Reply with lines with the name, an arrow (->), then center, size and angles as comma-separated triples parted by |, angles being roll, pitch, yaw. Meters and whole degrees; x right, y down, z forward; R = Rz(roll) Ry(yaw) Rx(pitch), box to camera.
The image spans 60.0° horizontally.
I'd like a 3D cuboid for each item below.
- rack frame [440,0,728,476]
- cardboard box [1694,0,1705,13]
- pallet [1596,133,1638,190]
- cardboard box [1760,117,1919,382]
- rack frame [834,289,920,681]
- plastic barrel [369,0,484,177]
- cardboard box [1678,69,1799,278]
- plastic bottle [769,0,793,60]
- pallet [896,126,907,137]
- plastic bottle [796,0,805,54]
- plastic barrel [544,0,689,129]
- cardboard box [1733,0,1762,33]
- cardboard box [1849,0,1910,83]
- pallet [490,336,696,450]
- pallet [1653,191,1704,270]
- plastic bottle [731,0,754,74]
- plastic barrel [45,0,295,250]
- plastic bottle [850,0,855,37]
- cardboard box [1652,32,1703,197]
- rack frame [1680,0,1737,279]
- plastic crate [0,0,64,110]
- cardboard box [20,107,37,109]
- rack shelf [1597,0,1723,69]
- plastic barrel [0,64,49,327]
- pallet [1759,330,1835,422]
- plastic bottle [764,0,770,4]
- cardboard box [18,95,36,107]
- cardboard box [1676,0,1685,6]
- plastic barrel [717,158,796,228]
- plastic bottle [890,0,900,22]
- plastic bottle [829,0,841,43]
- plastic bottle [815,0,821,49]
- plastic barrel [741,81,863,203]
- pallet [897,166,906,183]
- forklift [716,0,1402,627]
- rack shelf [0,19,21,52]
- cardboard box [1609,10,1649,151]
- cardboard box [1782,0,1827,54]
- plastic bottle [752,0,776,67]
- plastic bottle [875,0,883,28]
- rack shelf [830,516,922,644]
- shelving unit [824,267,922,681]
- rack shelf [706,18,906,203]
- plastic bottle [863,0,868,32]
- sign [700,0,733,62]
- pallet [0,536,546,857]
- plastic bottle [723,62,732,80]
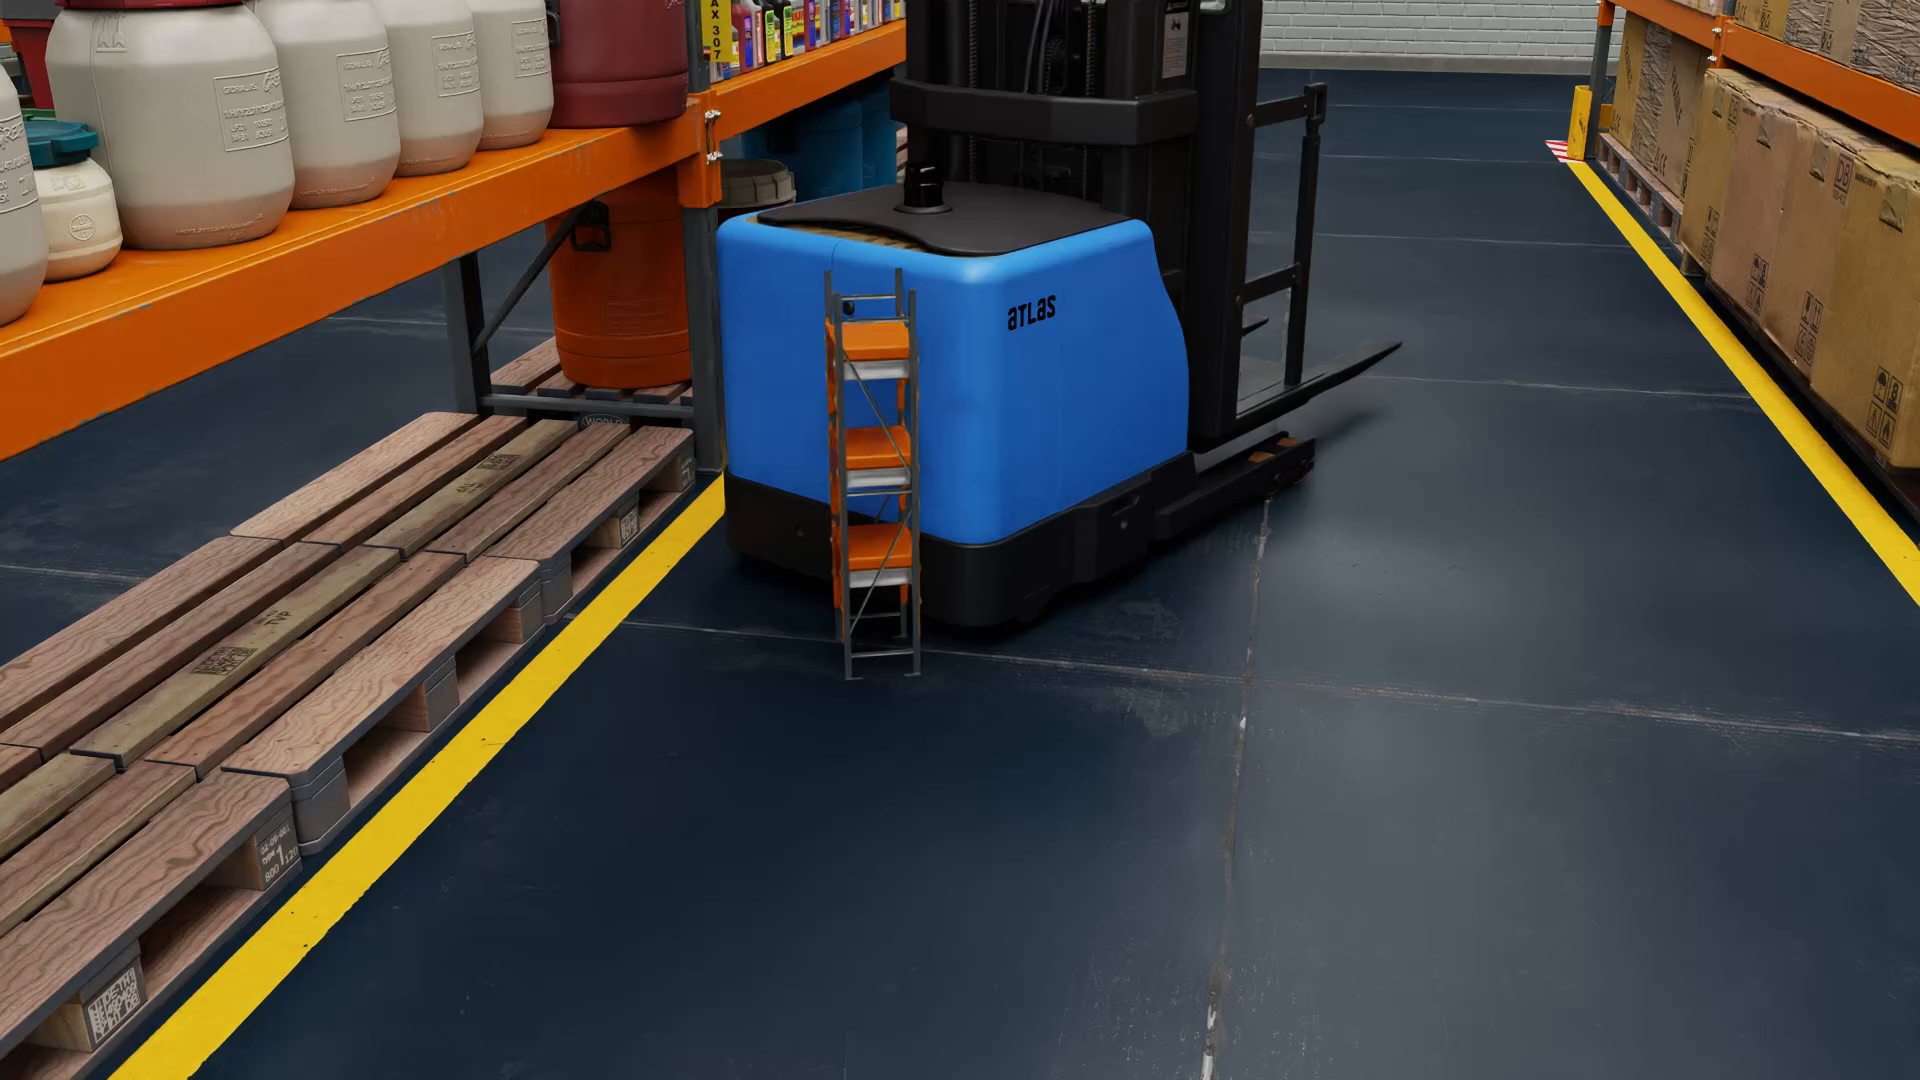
rack frame -> -1.330, -1.680, 5.510 | 1.000, 3.000, 0.127 | 4, 22, 11
cardboard box -> 4.129, -2.880, 8.825 | 0.380, 0.149, 0.250 | 5, 22, 12
pallet -> 5.064, -2.636, 11.617 | 1.003, 0.211, 1.213 | 4, 22, 11
cardboard box -> 3.869, -1.088, 6.321 | 1.225, 0.875, 0.875 | 5, 22, 11
rack frame -> -0.207, -0.119, 4.243 | 0.200, 1.050, 0.008 | -4, 22, -9
plastic barrel -> -1.417, -1.185, 4.132 | 0.421, 0.512, 0.421 | 0, 22, 0
cardboard box -> 4.224, -1.739, 7.938 | 1.225, 0.875, 0.875 | 5, 22, 11
plastic bottle -> -0.712, -2.059, 6.606 | 0.061, 0.283, 0.133 | 4, 22, 11
pallet -> 0.096, -3.014, 12.554 | 1.003, 0.211, 1.213 | 4, 22, 11
plastic bottle -> -0.686, -2.132, 6.805 | 0.097, 0.271, 0.097 | 0, 22, 0
plastic barrel -> -1.128, -1.550, 5.005 | 0.600, 0.536, 0.708 | 4, 22, 11
cardboard box -> 3.996, -2.662, 7.815 | 0.500, 0.500, 0.500 | 5, 22, 11
cardboard box -> 3.587, -1.920, 5.972 | 0.500, 0.500, 0.500 | 4, 22, 9
pallet -> -1.210, -0.678, 6.754 | 1.003, 0.211, 1.213 | 4, 22, 11
pallet -> 4.567, -1.744, 9.401 | 1.003, 0.211, 1.213 | 4, 22, 11
plastic bottle -> -0.814, -1.876, 6.153 | 0.061, 0.283, 0.133 | 4, 22, 11
plastic barrel -> -1.587, -0.882, 3.345 | 0.433, 0.535, 0.433 | 0, 22, 0
plastic bottle -> -0.527, -2.385, 7.527 | 0.097, 0.201, 0.097 | 0, 22, 0
cardboard box -> 4.731, -2.539, 9.924 | 0.875, 0.875, 0.875 | 4, 22, 11
rack frame -> 4.335, -2.765, 8.204 | 1.000, 3.000, 0.127 | 4, 22, 11
plastic crate -> -1.959, -1.142, 4.088 | 0.402, 0.464, 0.583 | 4, 22, 11
cardboard box -> -5.292, -2.184, 9.518 | 0.500, 0.500, 0.500 | 5, 22, 11
rack shelf -> 4.743, -3.163, 10.155 | 1.077, 0.370, 4.000 | 4, 22, 11
plastic barrel -> -1.736, -0.613, 2.679 | 0.433, 0.535, 0.433 | 0, 22, 0
pallet -> 4.004, -0.736, 6.899 | 1.003, 0.211, 1.213 | 4, 22, 11
plastic bottle -> -0.782, -2.318, 7.161 | 0.144, 0.351, 0.185 | 4, 22, 11
cardboard box -> -5.700, -2.408, 10.074 | 0.500, 0.500, 0.500 | 3, 22, 8
cardboard box -> 4.234, -3.067, 9.291 | 0.380, 0.149, 0.250 | 5, 22, 12
plastic barrel -> -1.017, -1.349, 7.355 | 0.600, 0.588, 0.708 | 4, 22, 11
plastic bottle -> -0.381, -2.759, 8.254 | 0.144, 0.351, 0.185 | 4, 22, 11
plastic bottle -> -0.606, -2.356, 7.254 | 0.144, 0.351, 0.185 | 4, 22, 11
plastic bottle -> -0.639, -2.217, 7.014 | 0.097, 0.271, 0.097 | 0, 22, 0
plastic barrel -> -0.786, -1.908, 8.322 | 0.600, 0.901, 0.708 | 4, 22, 11
pallet -> -0.402, -2.121, 10.338 | 1.003, 0.211, 1.213 | 4, 22, 11
forklift -> 0.594, -1.600, 5.404 | 1.130, 2.935, 3.031 | 17, 27, 35
rack shelf -> -5.770, -2.457, 8.401 | 1.077, 0.370, 4.000 | 4, 22, 11
cardboard box -> 5.099, -3.197, 11.559 | 0.875, 0.875, 0.875 | 4, 22, 11
cardboard box -> 3.792, -2.296, 6.904 | 0.500, 0.500, 0.500 | 4, 22, 10
plastic bottle -> -0.759, -1.974, 6.396 | 0.061, 0.283, 0.133 | 4, 22, 11
plastic bottle -> -0.455, -2.598, 7.956 | 0.152, 0.276, 0.135 | 4, 22, 11
rack shelf -> -0.227, 0.104, 4.462 | 0.215, 0.259, 0.240 | -4, 22, -9
shelving unit -> -0.227, -0.164, 4.355 | 0.215, 1.050, 0.252 | -4, 22, -9
rack shelf -> -0.922, -2.078, 7.460 | 1.077, 0.370, 4.000 | 4, 22, 11
plastic bottle -> -0.480, -2.470, 7.738 | 0.097, 0.201, 0.097 | 0, 22, 0
sign -> -0.790, -1.716, 5.381 | 0.100, 0.325, 0.005 | 4, 22, 11
pallet -> -1.777, 0.339, 4.230 | 1.003, 0.211, 1.213 | 4, 22, 11
plastic bottle -> -0.875, -1.794, 5.965 | 0.097, 0.271, 0.097 | 0, 22, 0
